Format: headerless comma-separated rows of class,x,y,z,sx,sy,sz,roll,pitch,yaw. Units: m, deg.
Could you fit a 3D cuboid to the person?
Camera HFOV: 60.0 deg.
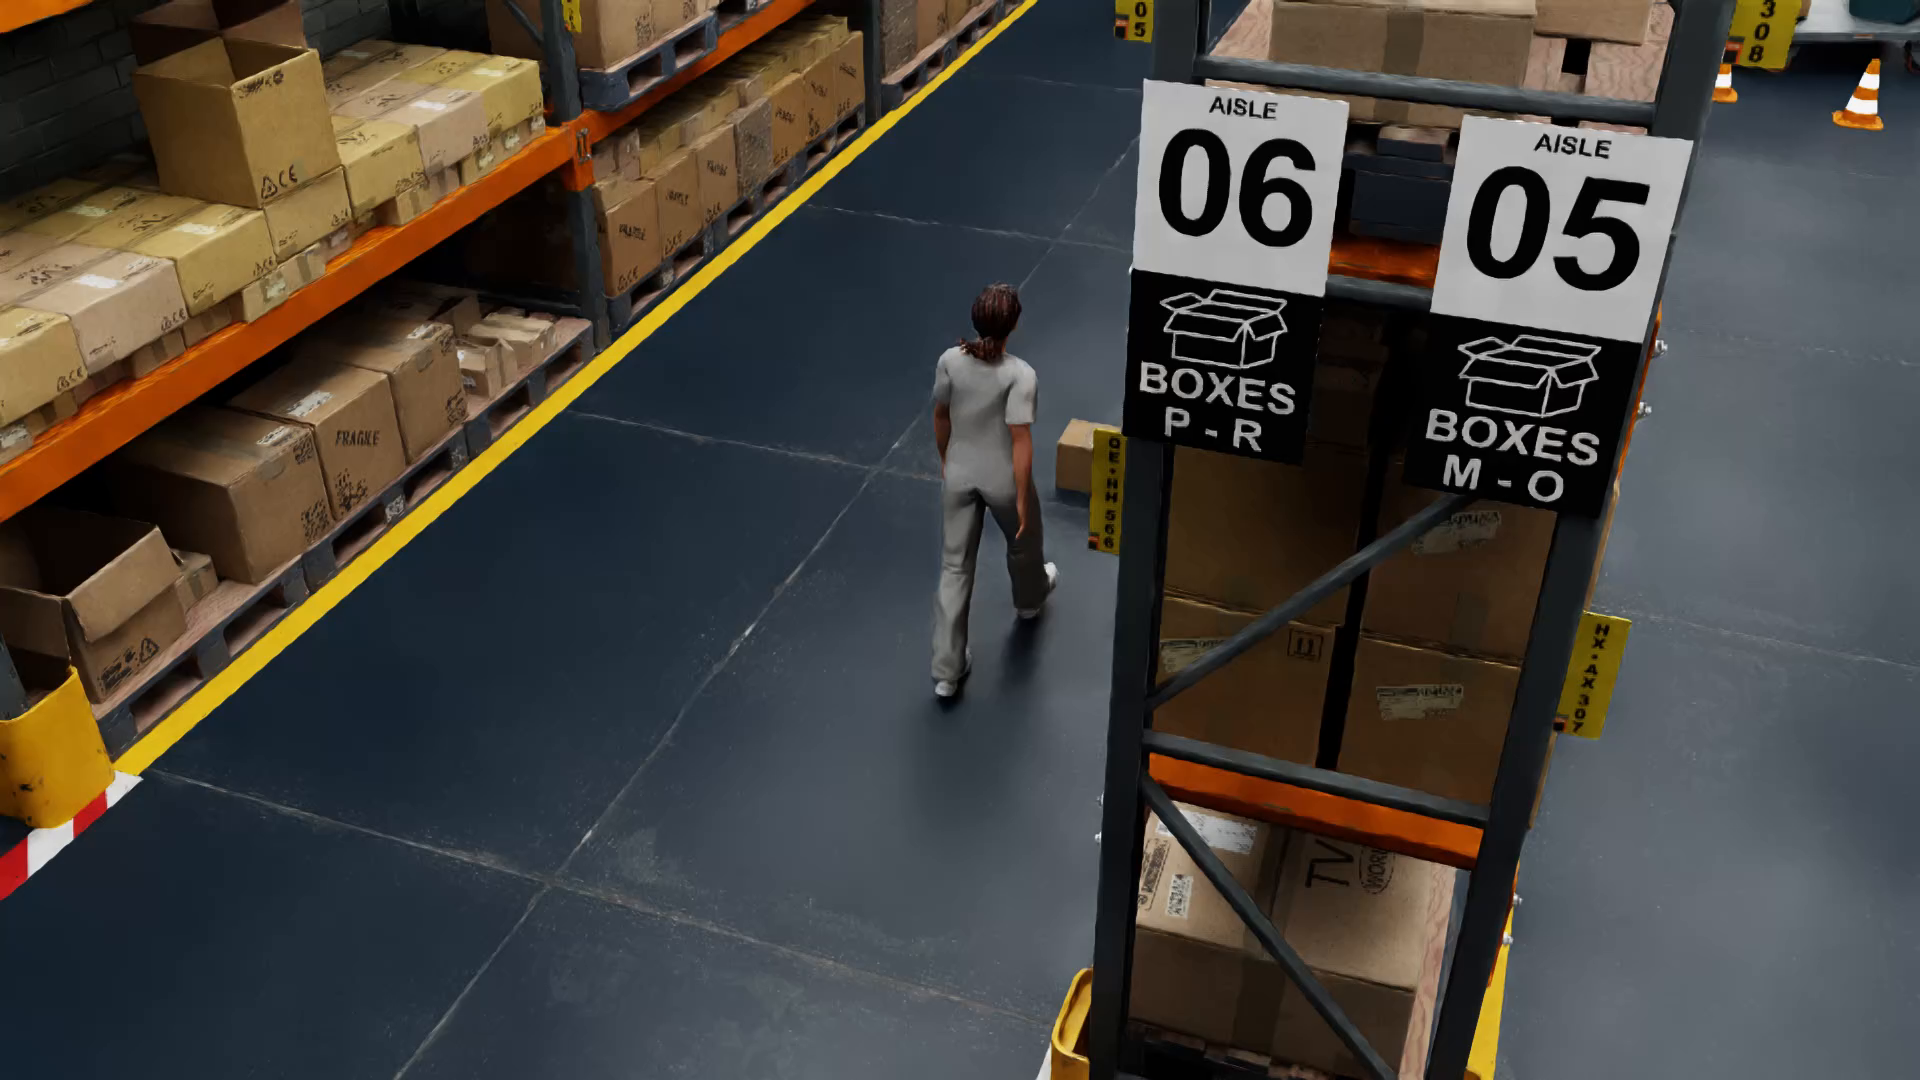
person,0.112,-0.265,6.563,0.456,1.619,0.953,12,35,17
